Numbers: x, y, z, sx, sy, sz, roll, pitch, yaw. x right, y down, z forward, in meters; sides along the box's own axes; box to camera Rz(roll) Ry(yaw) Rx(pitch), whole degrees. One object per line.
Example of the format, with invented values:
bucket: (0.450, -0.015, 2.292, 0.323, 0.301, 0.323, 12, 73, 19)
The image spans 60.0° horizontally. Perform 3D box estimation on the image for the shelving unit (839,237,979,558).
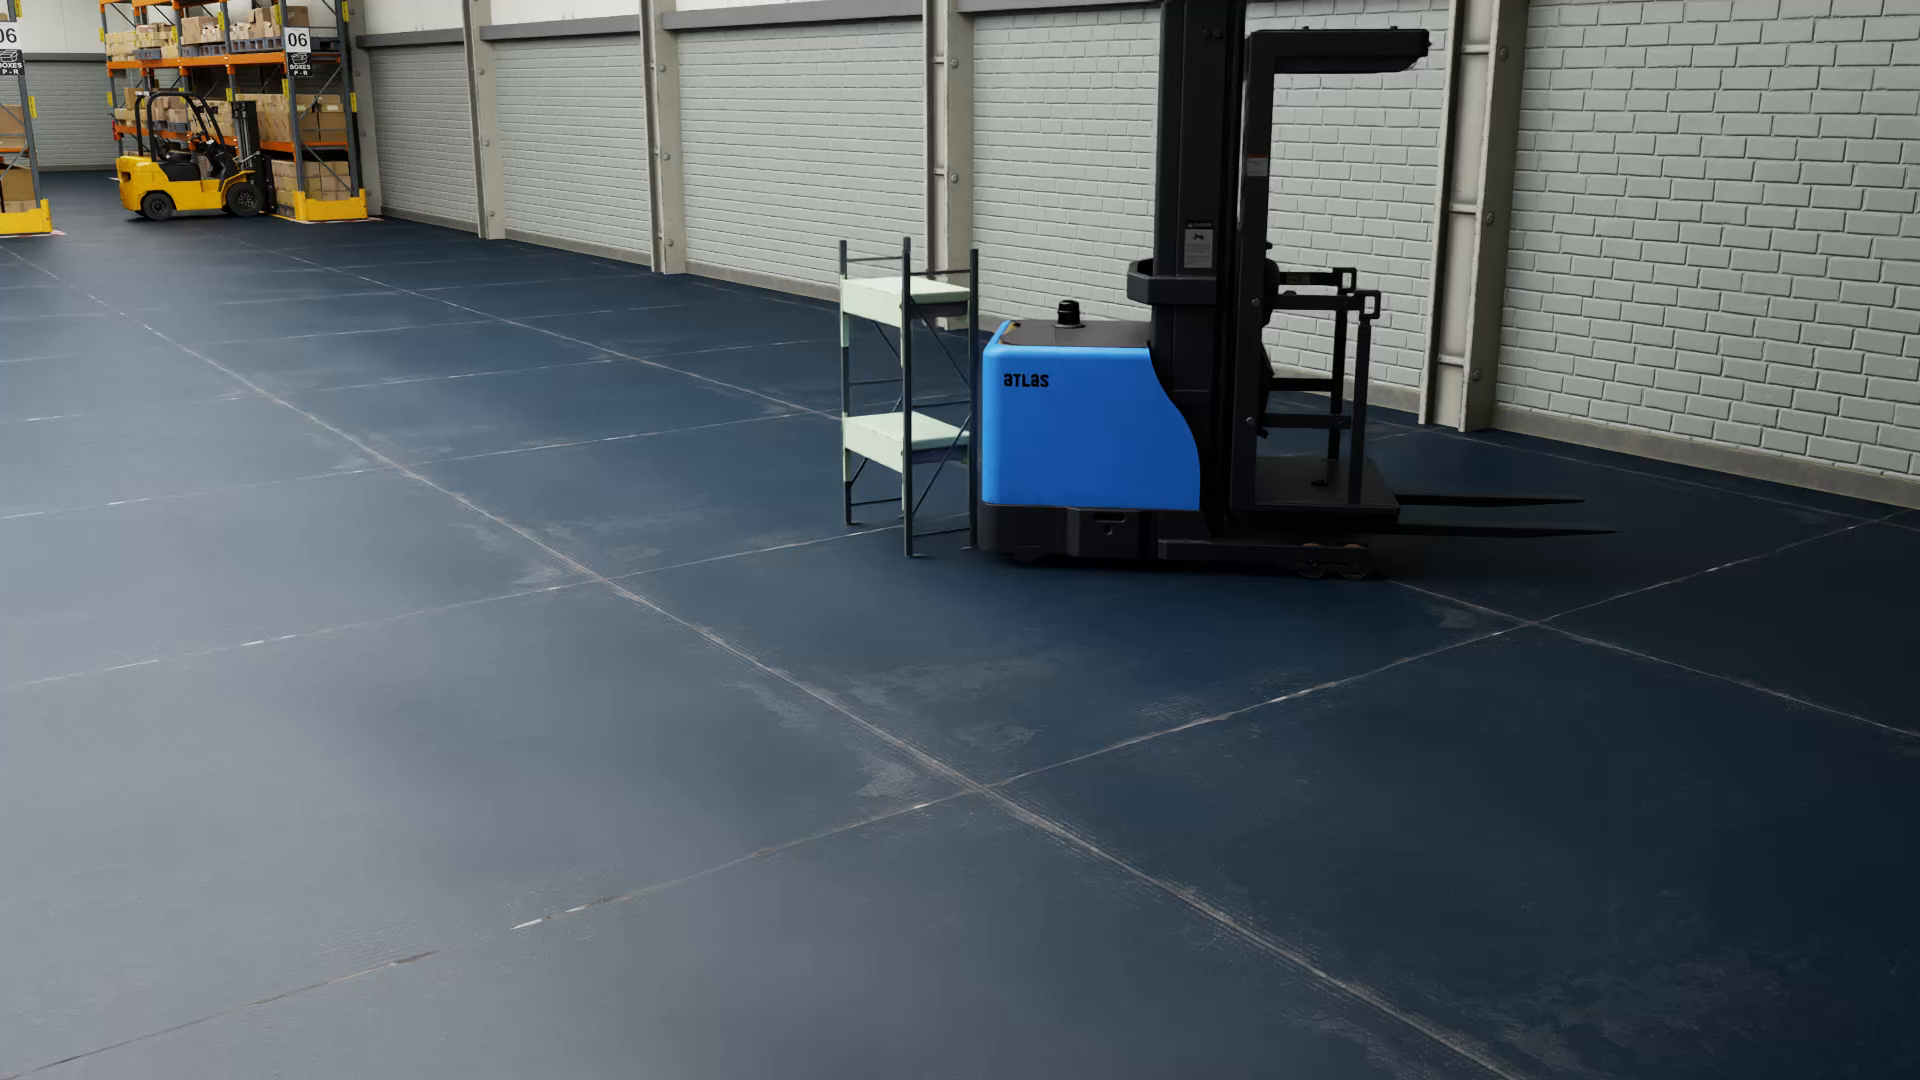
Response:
shelving unit: (-0.266, -0.745, 8.458, 0.431, 1.500, 0.755, -8, 17, -27)

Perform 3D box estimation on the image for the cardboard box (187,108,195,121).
cardboard box: (-15.673, -8.818, 34.448, 0.500, 0.250, 0.500, -11, 19, -35)

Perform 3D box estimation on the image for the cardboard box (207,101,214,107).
cardboard box: (-14.738, -8.644, 33.057, 0.380, 0.149, 0.250, -11, 19, -36)

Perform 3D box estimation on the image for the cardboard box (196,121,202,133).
cardboard box: (-15.361, -8.472, 34.133, 0.500, 0.250, 0.500, -11, 19, -36)

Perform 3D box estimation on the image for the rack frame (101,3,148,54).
rack frame: (-20.420, -13.387, 40.442, 1.000, 3.000, 0.127, -11, 19, -35)

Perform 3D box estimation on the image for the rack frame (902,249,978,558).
rack frame: (-0.094, -0.660, 8.146, 0.400, 1.500, 0.023, -8, 17, -27)

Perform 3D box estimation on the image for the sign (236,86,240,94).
sign: (-15.269, -9.431, 35.157, 0.100, 0.325, 0.005, -11, 19, -35)

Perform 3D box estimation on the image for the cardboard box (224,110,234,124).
cardboard box: (-13.860, -8.165, 32.064, 0.500, 0.250, 0.500, -11, 19, -36)

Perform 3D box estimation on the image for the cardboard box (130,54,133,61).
cardboard box: (-18.951, -11.161, 38.465, 0.380, 0.149, 0.250, -11, 19, -35)

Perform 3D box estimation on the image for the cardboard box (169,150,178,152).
cardboard box: (-17.398, -8.616, 37.083, 0.380, 0.149, 0.250, -11, 19, -35)

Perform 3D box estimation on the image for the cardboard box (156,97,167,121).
cardboard box: (-17.198, -9.474, 36.524, 0.700, 0.500, 0.500, -11, 19, -35)

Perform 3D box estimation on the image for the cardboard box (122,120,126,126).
cardboard box: (-20.261, -10.213, 40.683, 0.380, 0.149, 0.250, -10, 18, -33)

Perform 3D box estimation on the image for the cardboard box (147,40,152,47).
cardboard box: (-17.469, -10.817, 36.225, 0.380, 0.149, 0.250, -10, 18, -33)

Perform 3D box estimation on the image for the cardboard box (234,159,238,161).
cardboard box: (-14.130, -7.265, 33.141, 0.875, 0.625, 0.625, -11, 19, -35)

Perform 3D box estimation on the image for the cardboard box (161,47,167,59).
cardboard box: (-16.805, -10.446, 35.661, 0.500, 0.250, 0.500, -11, 19, -35)

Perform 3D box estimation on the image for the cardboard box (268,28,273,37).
cardboard box: (-11.745, -8.783, 28.794, 0.380, 0.149, 0.250, -12, 19, -36)

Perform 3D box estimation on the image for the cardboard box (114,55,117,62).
cardboard box: (-20.045, -11.537, 39.839, 0.380, 0.149, 0.250, -10, 18, -33)

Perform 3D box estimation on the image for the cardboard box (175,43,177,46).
cardboard box: (-16.256, -10.449, 34.917, 0.380, 0.149, 0.250, -11, 19, -36)

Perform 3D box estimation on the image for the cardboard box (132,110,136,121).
cardboard box: (-19.154, -9.995, 39.132, 0.500, 0.250, 0.500, -11, 19, -35)

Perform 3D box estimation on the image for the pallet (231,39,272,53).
pallet: (-12.842, -9.157, 30.837, 1.003, 0.211, 1.213, -11, 19, -35)

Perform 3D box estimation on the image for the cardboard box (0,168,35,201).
cardboard box: (-15.290, -5.764, 26.946, 0.500, 0.500, 0.500, -12, 19, -36)

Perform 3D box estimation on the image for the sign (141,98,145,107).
sign: (-18.502, -9.971, 37.685, 0.100, 0.325, 0.005, -11, 19, -35)

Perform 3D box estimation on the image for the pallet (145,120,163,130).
pallet: (-17.686, -9.359, 37.453, 1.003, 0.211, 1.213, -11, 19, -35)

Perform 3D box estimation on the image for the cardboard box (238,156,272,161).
cardboard box: (-13.333, -7.138, 31.492, 0.500, 0.250, 0.500, -11, 19, -35)

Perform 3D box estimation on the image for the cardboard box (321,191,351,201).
cardboard box: (-11.143, -6.089, 29.553, 0.500, 0.250, 0.500, -11, 19, -34)

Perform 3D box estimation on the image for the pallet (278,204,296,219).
pallet: (-11.496, -5.889, 29.692, 1.003, 0.211, 1.213, -11, 19, -35)

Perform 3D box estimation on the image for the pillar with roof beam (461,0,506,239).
pillar with roof beam: (-10.647, -8.310, 21.891, 9.100, 9.000, 0.400, -11, 19, -35)

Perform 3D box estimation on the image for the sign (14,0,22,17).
sign: (-14.586, -8.258, 25.730, 0.100, 0.325, 0.005, -11, 19, -35)

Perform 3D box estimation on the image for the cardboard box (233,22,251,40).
cardboard box: (-13.072, -9.370, 30.632, 0.500, 0.311, 0.500, -10, 18, -33)

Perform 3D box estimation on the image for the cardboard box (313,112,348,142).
cardboard box: (-11.079, -7.274, 29.282, 0.500, 0.500, 0.500, -10, 18, -33)

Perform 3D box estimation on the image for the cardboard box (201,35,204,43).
cardboard box: (-14.710, -9.860, 32.728, 0.380, 0.149, 0.250, -11, 19, -35)

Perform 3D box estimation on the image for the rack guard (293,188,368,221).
rack guard: (-10.998, -5.866, 29.062, 1.175, 0.500, 0.348, -11, 19, -35)

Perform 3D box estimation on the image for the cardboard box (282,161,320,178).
cardboard box: (-11.535, -6.486, 29.109, 0.500, 0.250, 0.500, -10, 18, -33)

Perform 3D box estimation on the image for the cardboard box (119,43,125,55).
cardboard box: (-19.451, -11.551, 39.136, 0.500, 0.250, 0.500, -11, 19, -35)

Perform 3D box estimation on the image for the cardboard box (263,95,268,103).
cardboard box: (-12.225, -7.882, 29.712, 0.380, 0.149, 0.250, -10, 18, -33)

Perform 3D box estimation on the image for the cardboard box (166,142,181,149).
cardboard box: (-17.881, -8.927, 37.657, 0.380, 0.149, 0.250, -12, 19, -37)

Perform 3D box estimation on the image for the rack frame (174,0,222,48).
rack frame: (-15.716, -11.679, 34.201, 1.000, 3.000, 0.127, -11, 19, -35)

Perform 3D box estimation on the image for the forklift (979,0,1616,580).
forklift: (1.649, -1.375, 8.048, 3.031, 2.935, 1.130, 2, 15, 7)

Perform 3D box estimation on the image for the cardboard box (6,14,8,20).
cardboard box: (-15.414, -8.303, 26.514, 0.380, 0.149, 0.250, -11, 19, -35)

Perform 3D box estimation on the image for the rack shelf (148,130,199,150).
rack shelf: (-16.892, -8.865, 36.648, 1.077, 0.370, 4.000, -11, 19, -35)

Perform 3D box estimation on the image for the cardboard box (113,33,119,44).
cardboard box: (-19.772, -11.902, 39.473, 0.500, 0.250, 0.500, -11, 19, -35)

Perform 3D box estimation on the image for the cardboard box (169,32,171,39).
cardboard box: (-16.539, -10.705, 35.291, 0.380, 0.149, 0.250, -11, 19, -35)

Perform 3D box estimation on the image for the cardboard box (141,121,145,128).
cardboard box: (-18.803, -9.651, 38.632, 0.380, 0.149, 0.250, -10, 18, -33)

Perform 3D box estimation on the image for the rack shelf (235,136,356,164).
rack shelf: (-12.188, -7.157, 30.407, 1.077, 0.370, 4.000, -11, 19, -35)

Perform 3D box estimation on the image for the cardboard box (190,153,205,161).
cardboard box: (-16.211, -8.161, 35.423, 0.380, 0.149, 0.250, -12, 19, -37)
